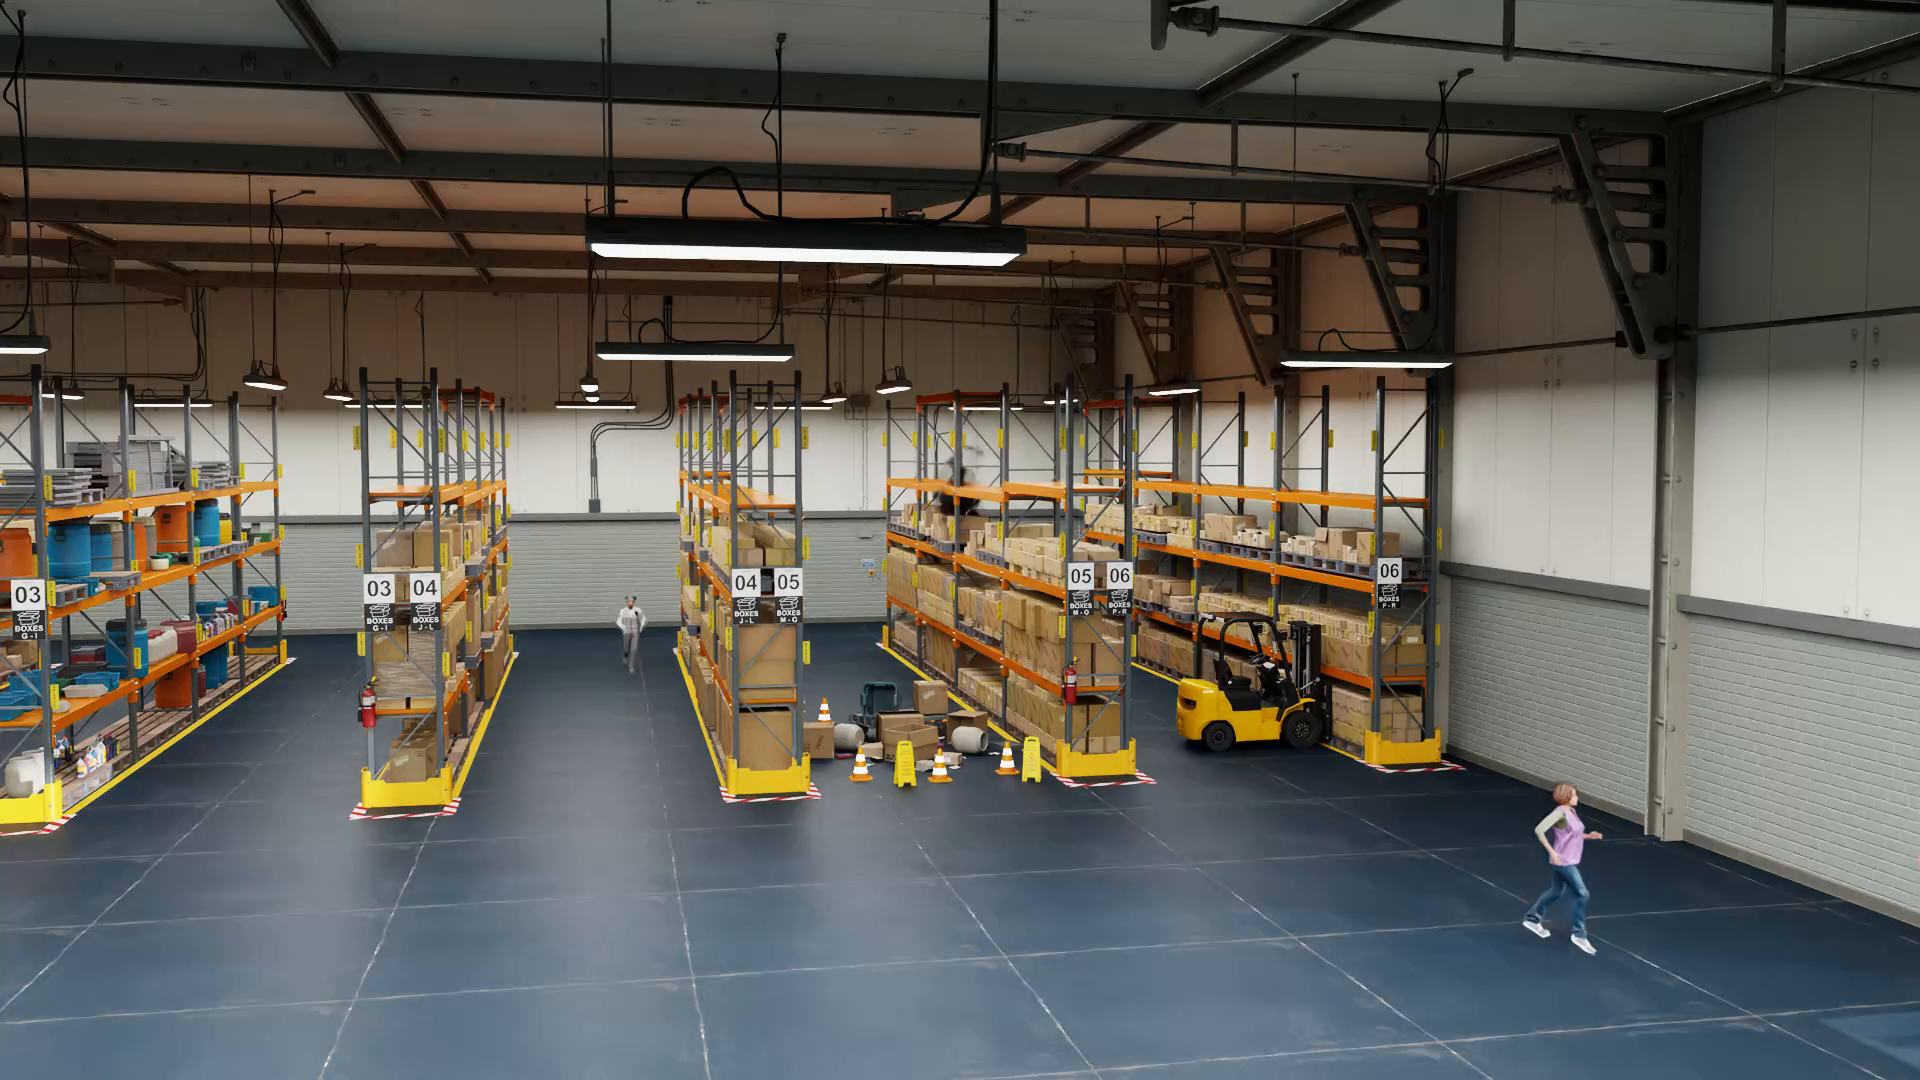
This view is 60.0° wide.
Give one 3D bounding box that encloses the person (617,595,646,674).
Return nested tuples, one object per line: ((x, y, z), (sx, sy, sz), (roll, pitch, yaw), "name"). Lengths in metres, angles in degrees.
((-7.135, 2.029, 36.142), (0.624, 1.695, 0.781), (-1, 3, -12), "person")

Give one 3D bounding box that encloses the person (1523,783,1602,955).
((5.945, 3.216, 16.415), (0.737, 1.642, 0.510), (2, 4, 29), "person")

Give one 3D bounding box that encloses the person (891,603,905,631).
((-1.611, 1.650, 41.866), (0.674, 1.719, 0.932), (0, 3, 5), "person")
